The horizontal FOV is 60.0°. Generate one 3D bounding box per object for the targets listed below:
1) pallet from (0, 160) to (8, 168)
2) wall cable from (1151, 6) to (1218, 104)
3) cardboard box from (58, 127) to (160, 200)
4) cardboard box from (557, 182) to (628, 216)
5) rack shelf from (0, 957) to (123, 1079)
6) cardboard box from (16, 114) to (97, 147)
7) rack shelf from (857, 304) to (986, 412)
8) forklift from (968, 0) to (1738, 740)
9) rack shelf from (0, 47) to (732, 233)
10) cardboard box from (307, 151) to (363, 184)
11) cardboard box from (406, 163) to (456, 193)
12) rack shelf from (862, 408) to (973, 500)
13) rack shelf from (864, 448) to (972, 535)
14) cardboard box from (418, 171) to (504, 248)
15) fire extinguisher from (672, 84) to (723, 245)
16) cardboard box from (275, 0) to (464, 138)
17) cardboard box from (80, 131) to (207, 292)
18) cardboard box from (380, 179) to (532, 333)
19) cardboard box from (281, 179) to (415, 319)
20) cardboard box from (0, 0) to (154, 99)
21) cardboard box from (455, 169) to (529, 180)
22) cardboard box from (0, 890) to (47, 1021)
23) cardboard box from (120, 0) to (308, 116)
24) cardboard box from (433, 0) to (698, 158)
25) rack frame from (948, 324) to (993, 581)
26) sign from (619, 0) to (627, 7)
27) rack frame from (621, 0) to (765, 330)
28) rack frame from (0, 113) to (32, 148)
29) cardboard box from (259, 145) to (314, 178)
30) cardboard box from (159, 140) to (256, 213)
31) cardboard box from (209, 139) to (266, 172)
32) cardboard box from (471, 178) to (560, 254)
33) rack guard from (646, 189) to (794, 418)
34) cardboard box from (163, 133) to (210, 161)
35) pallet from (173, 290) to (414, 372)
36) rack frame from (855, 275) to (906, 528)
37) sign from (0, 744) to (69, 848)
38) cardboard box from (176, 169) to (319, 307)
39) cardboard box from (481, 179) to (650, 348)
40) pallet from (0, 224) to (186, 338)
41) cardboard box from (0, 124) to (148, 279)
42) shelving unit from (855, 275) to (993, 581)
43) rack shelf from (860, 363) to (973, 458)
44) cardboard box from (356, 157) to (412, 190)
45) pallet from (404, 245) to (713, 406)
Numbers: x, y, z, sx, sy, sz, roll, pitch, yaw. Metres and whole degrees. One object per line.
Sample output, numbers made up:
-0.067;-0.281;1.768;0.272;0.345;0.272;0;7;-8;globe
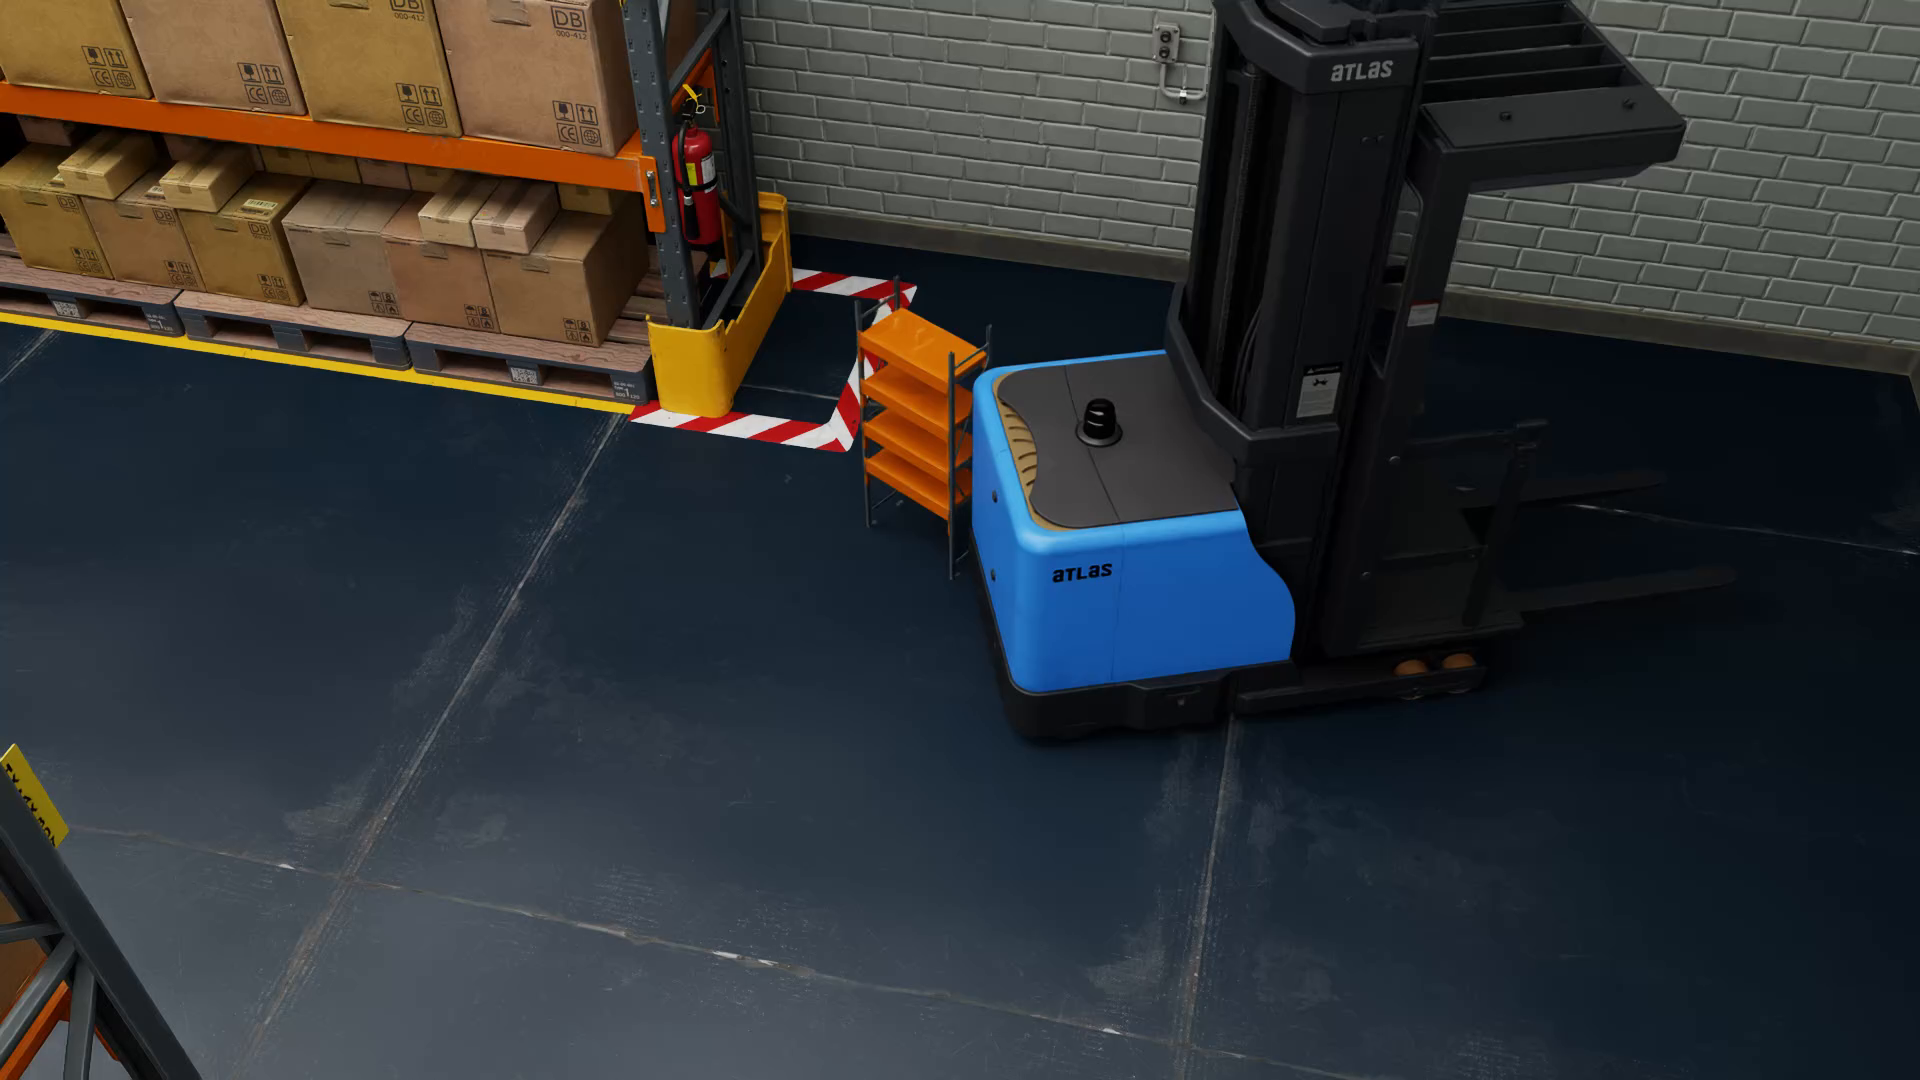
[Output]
-5.837;-1.736;8.861;1.213;0.211;1.003;9;45;9;pallet
0.292;-2.881;7.308;1.851;1.984;0.084;9;45;9;wall cable
-4.066;-1.801;7.950;0.250;0.149;0.380;10;45;10;cardboard box
-1.703;-1.708;7.854;0.250;0.149;0.380;9;45;9;cardboard box
-4.194;1.240;4.277;4.000;0.370;1.077;9;45;9;rack shelf
-4.458;-2.133;8.295;0.250;0.149;0.380;9;45;9;cardboard box
-0.141;-0.720;6.526;0.480;0.148;0.258;32;52;29;rack shelf
1.602;-0.783;5.910;3.031;2.935;1.130;-7;44;-7;forklift
-3.116;-2.113;7.761;4.000;0.370;1.077;9;45;9;rack shelf
-2.941;-1.899;8.052;0.250;0.149;0.380;9;45;9;cardboard box
-2.442;-1.822;7.972;0.250;0.149;0.380;9;45;9;cardboard box
-0.141;-0.388;6.845;0.480;0.148;0.258;32;52;29;rack shelf
-0.141;-0.245;6.983;0.480;0.148;0.258;32;52;29;rack shelf
-2.284;-1.526;7.664;0.250;0.149;0.380;10;45;10;cardboard box
-1.118;-1.572;7.004;0.183;0.674;0.296;9;45;9;fire extinguisher
-2.376;-2.350;7.272;0.700;0.700;0.980;8;45;9;cardboard box
-3.871;-1.664;8.276;0.500;0.500;0.700;8;45;9;cardboard box
-2.357;-1.434;8.036;0.500;0.500;0.700;9;45;9;cardboard box
-2.848;-1.509;8.115;0.500;0.500;0.700;7;44;8;cardboard box
-3.831;-2.575;7.506;0.700;0.700;0.980;8;44;8;cardboard box
-2.198;-1.784;7.933;0.250;0.149;0.380;9;45;9;cardboard box
-2.618;1.002;3.934;0.500;0.500;0.500;10;45;10;cardboard box
-3.118;-2.472;7.399;0.700;0.700;0.980;7;44;7;cardboard box
-1.664;-2.247;7.166;0.700;0.700;0.980;11;45;11;cardboard box
0.041;-0.324;6.682;0.015;1.200;0.240;32;52;29;rack frame
-1.296;-2.206;6.333;0.005;0.325;0.100;9;45;9;sign
-1.164;-2.069;7.196;0.127;3.000;1.000;9;45;9;rack frame
-5.068;-2.675;7.826;0.127;3.000;1.000;9;45;9;rack frame
-3.188;-1.937;8.092;0.250;0.149;0.380;8;44;8;cardboard box
-3.556;-1.722;7.868;0.250;0.149;0.380;8;44;8;cardboard box
-3.440;-1.976;8.132;0.250;0.149;0.380;9;45;9;cardboard box
-2.034;-1.488;7.625;0.250;0.149;0.380;8;45;9;cardboard box
-1.141;-1.165;8.060;0.348;0.500;1.175;9;45;9;rack guard
-3.686;-2.015;8.172;0.250;0.149;0.380;8;44;8;cardboard box
-3.148;-1.319;8.428;1.213;0.211;1.003;9;45;9;pallet
-0.324;-0.549;6.915;0.015;1.200;0.240;32;52;29;rack frame
-2.124;0.605;3.794;0.005;0.325;0.100;9;45;9;sign
-3.370;-1.585;8.194;0.500;0.500;0.700;10;45;10;cardboard box
-1.869;-1.358;7.958;0.500;0.500;0.700;9;45;9;cardboard box
-4.343;-1.502;8.618;1.213;0.211;1.003;9;45;9;pallet
-4.360;-1.743;8.357;0.500;0.500;0.700;9;45;10;cardboard box
-0.141;-0.437;6.798;0.503;1.200;0.258;32;52;29;shelving unit
-0.141;-0.549;6.690;0.480;0.148;0.258;32;52;29;rack shelf
-2.690;-1.860;8.012;0.250;0.149;0.380;9;45;10;cardboard box
-1.961;-1.132;8.234;1.213;0.211;1.003;9;45;9;pallet
